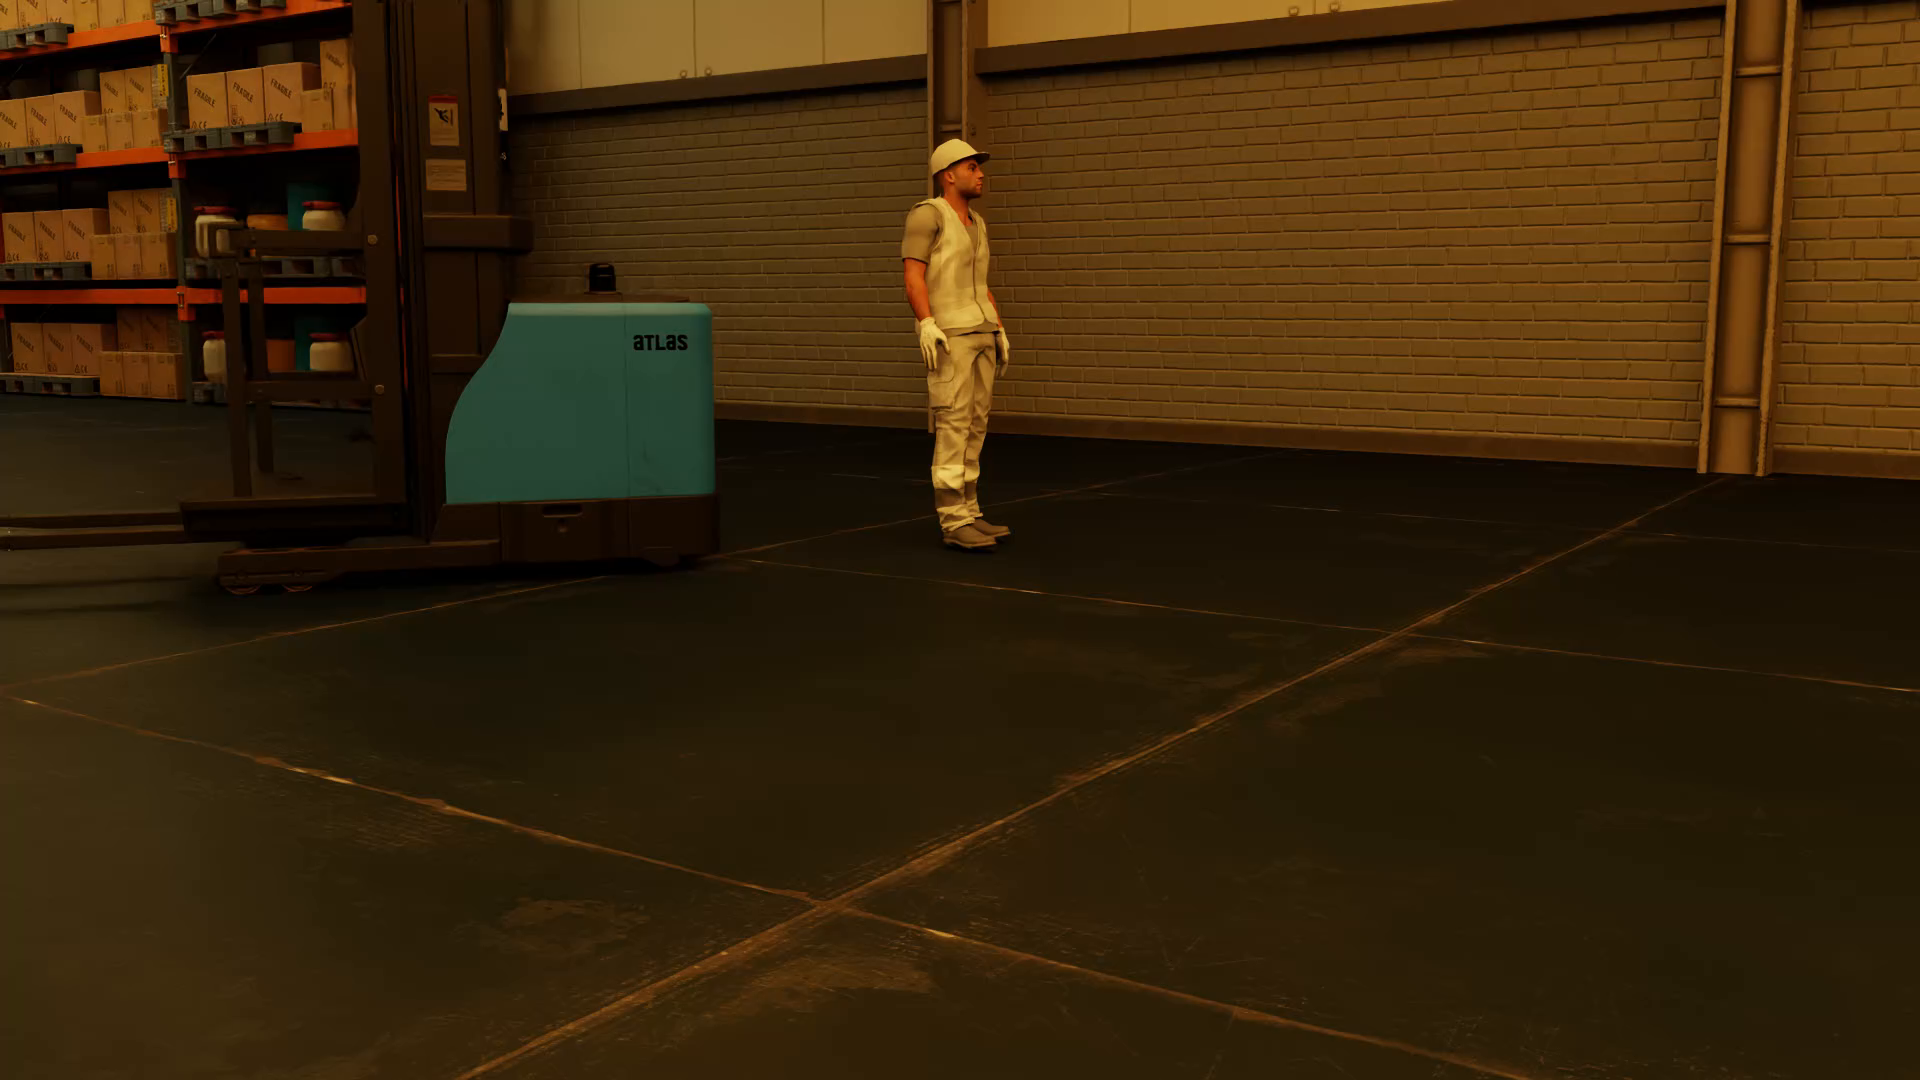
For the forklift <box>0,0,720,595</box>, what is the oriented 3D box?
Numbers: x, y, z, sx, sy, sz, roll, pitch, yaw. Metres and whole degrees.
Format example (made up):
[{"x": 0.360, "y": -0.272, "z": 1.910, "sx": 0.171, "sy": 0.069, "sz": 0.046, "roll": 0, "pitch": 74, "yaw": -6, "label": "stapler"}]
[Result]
[{"x": -2.554, "y": -1.330, "z": 6.547, "sx": 3.031, "sy": 2.935, "sz": 1.130, "roll": -3, "pitch": 8, "yaw": -18, "label": "forklift"}]

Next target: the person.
[{"x": 0.059, "y": -0.885, "z": 7.422, "sx": 0.563, "sy": 1.788, "sz": 0.638, "roll": 5, "pitch": 10, "yaw": 34, "label": "person"}]
